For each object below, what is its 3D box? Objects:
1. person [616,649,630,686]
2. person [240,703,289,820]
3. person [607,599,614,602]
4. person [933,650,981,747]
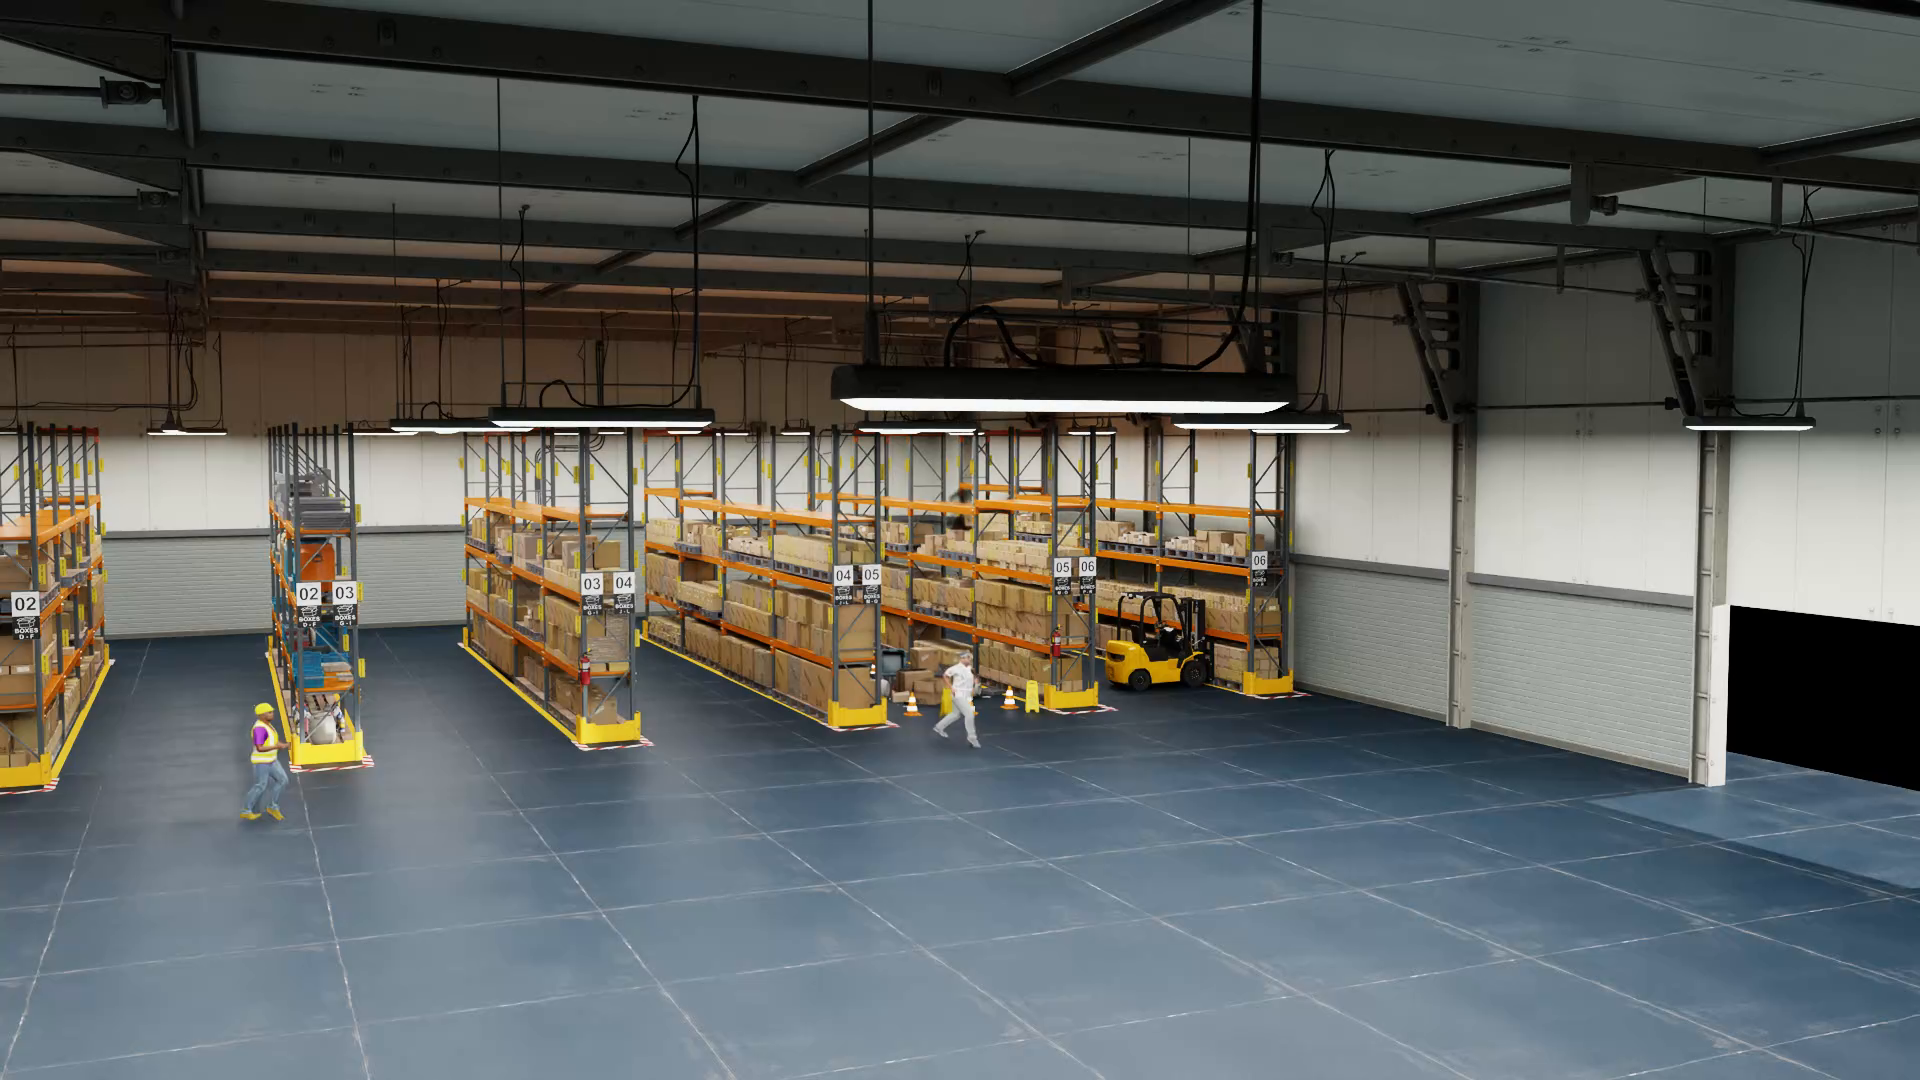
[{"bbox_3d":[-7.860,2.488,38.723,0.658,1.734,0.955,-2,4,-27],"label":"person"},{"bbox_3d":[-10.353,3.331,24.819,0.778,1.803,0.644,0,3,-3],"label":"person"},{"bbox_3d":[-9.921,1.937,47.359,0.723,1.764,0.917,0,4,7],"label":"person"},{"bbox_3d":[-0.025,2.964,31.140,0.990,1.851,0.609,1,4,17],"label":"person"}]
